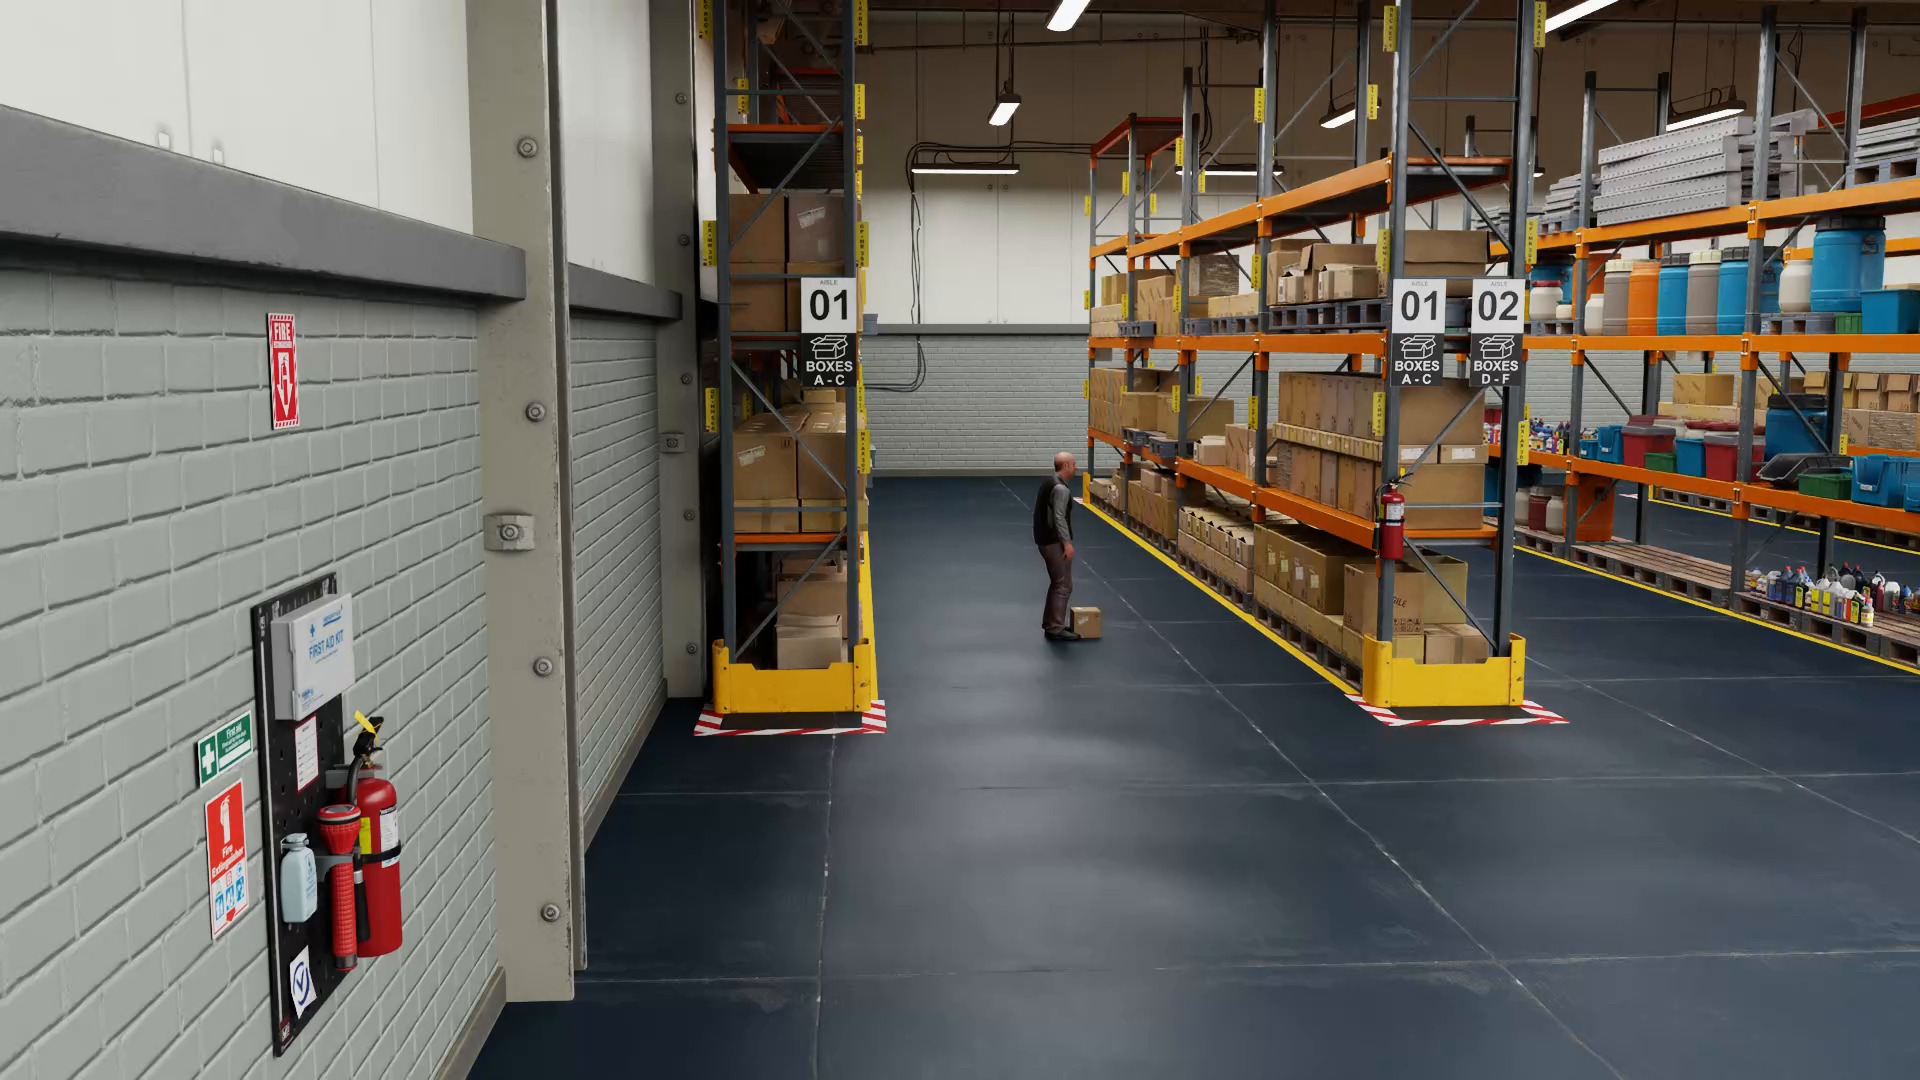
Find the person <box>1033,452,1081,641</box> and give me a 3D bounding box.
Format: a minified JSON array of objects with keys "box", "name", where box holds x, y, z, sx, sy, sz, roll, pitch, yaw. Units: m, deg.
[{"box":[0.892,0.098,15.460,0.421,1.617,0.579,0,7,-4],"name":"person"}]
